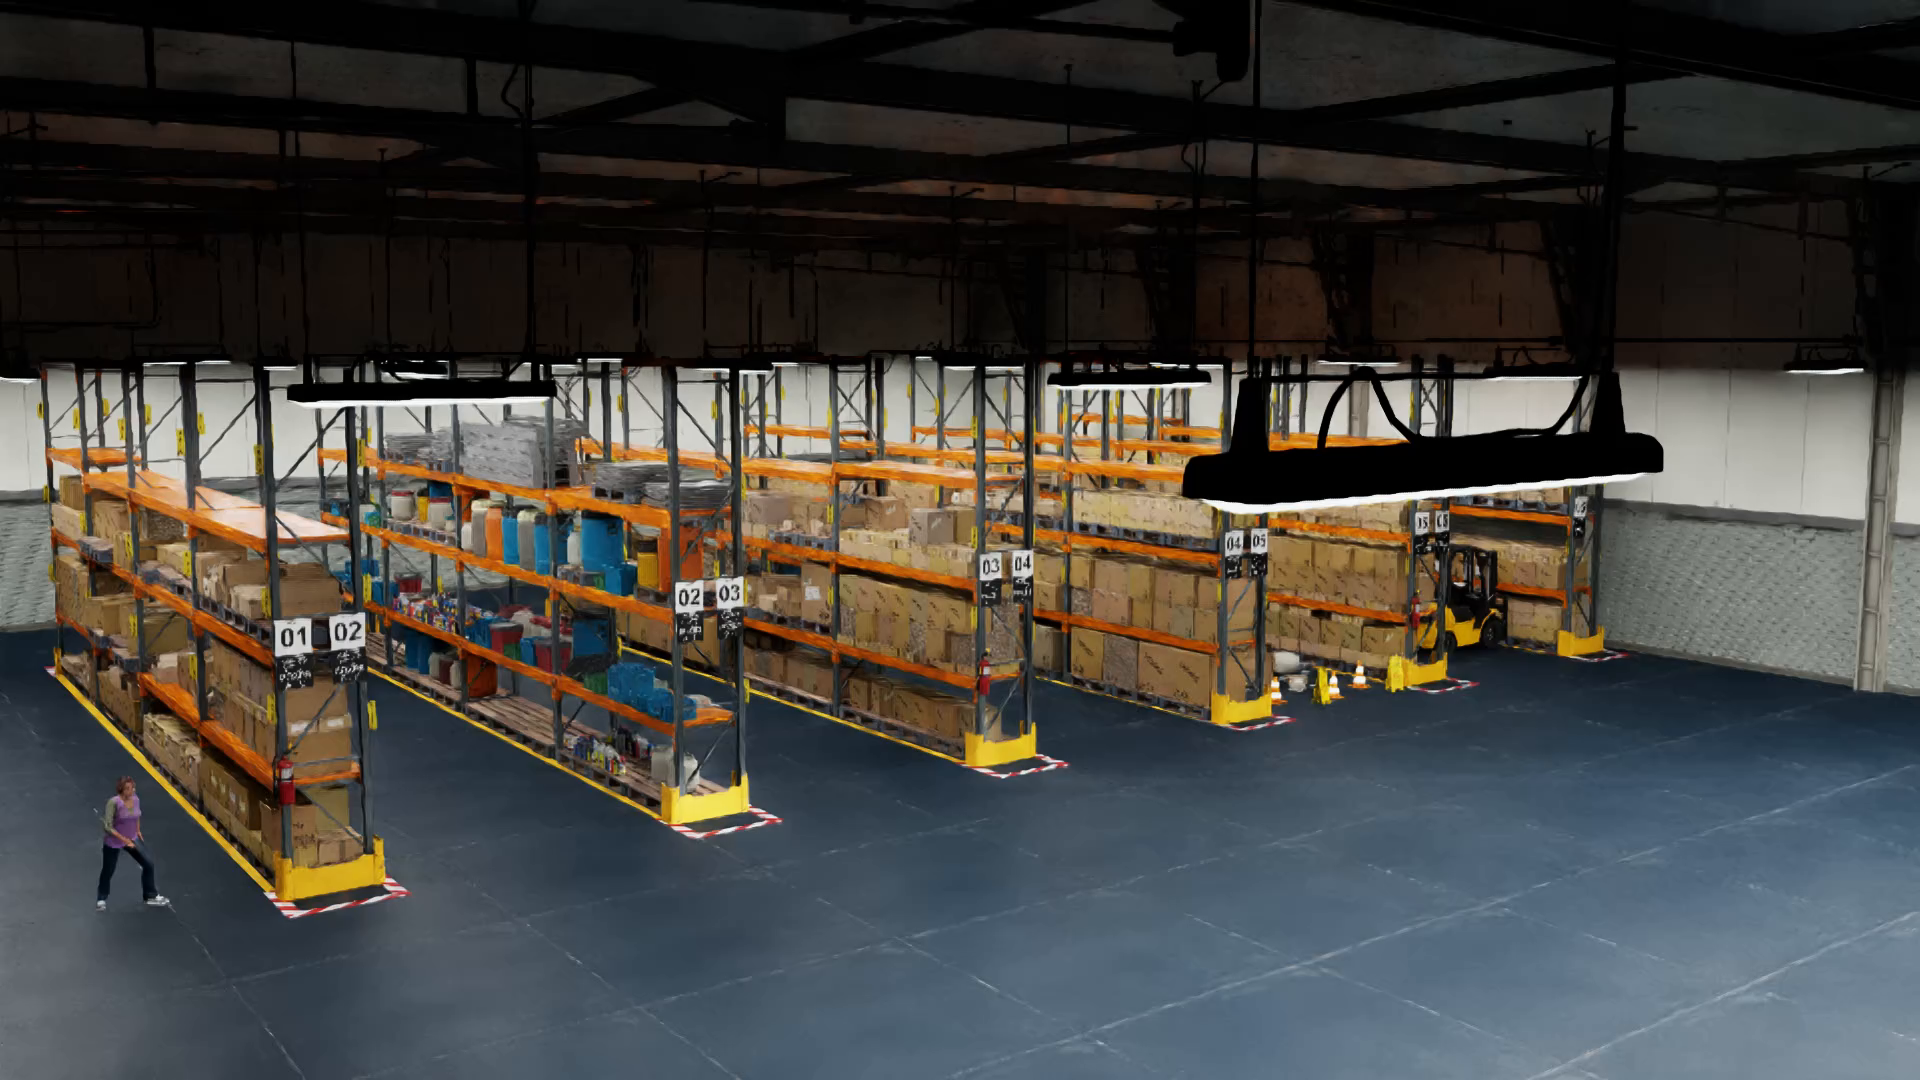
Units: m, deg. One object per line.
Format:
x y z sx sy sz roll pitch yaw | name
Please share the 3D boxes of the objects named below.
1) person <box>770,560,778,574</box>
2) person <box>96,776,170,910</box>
-4.746 0.431 41.952 0.590 1.765 0.518 6 9 40 | person
-9.292 3.338 18.485 0.744 1.508 0.562 5 8 33 | person
